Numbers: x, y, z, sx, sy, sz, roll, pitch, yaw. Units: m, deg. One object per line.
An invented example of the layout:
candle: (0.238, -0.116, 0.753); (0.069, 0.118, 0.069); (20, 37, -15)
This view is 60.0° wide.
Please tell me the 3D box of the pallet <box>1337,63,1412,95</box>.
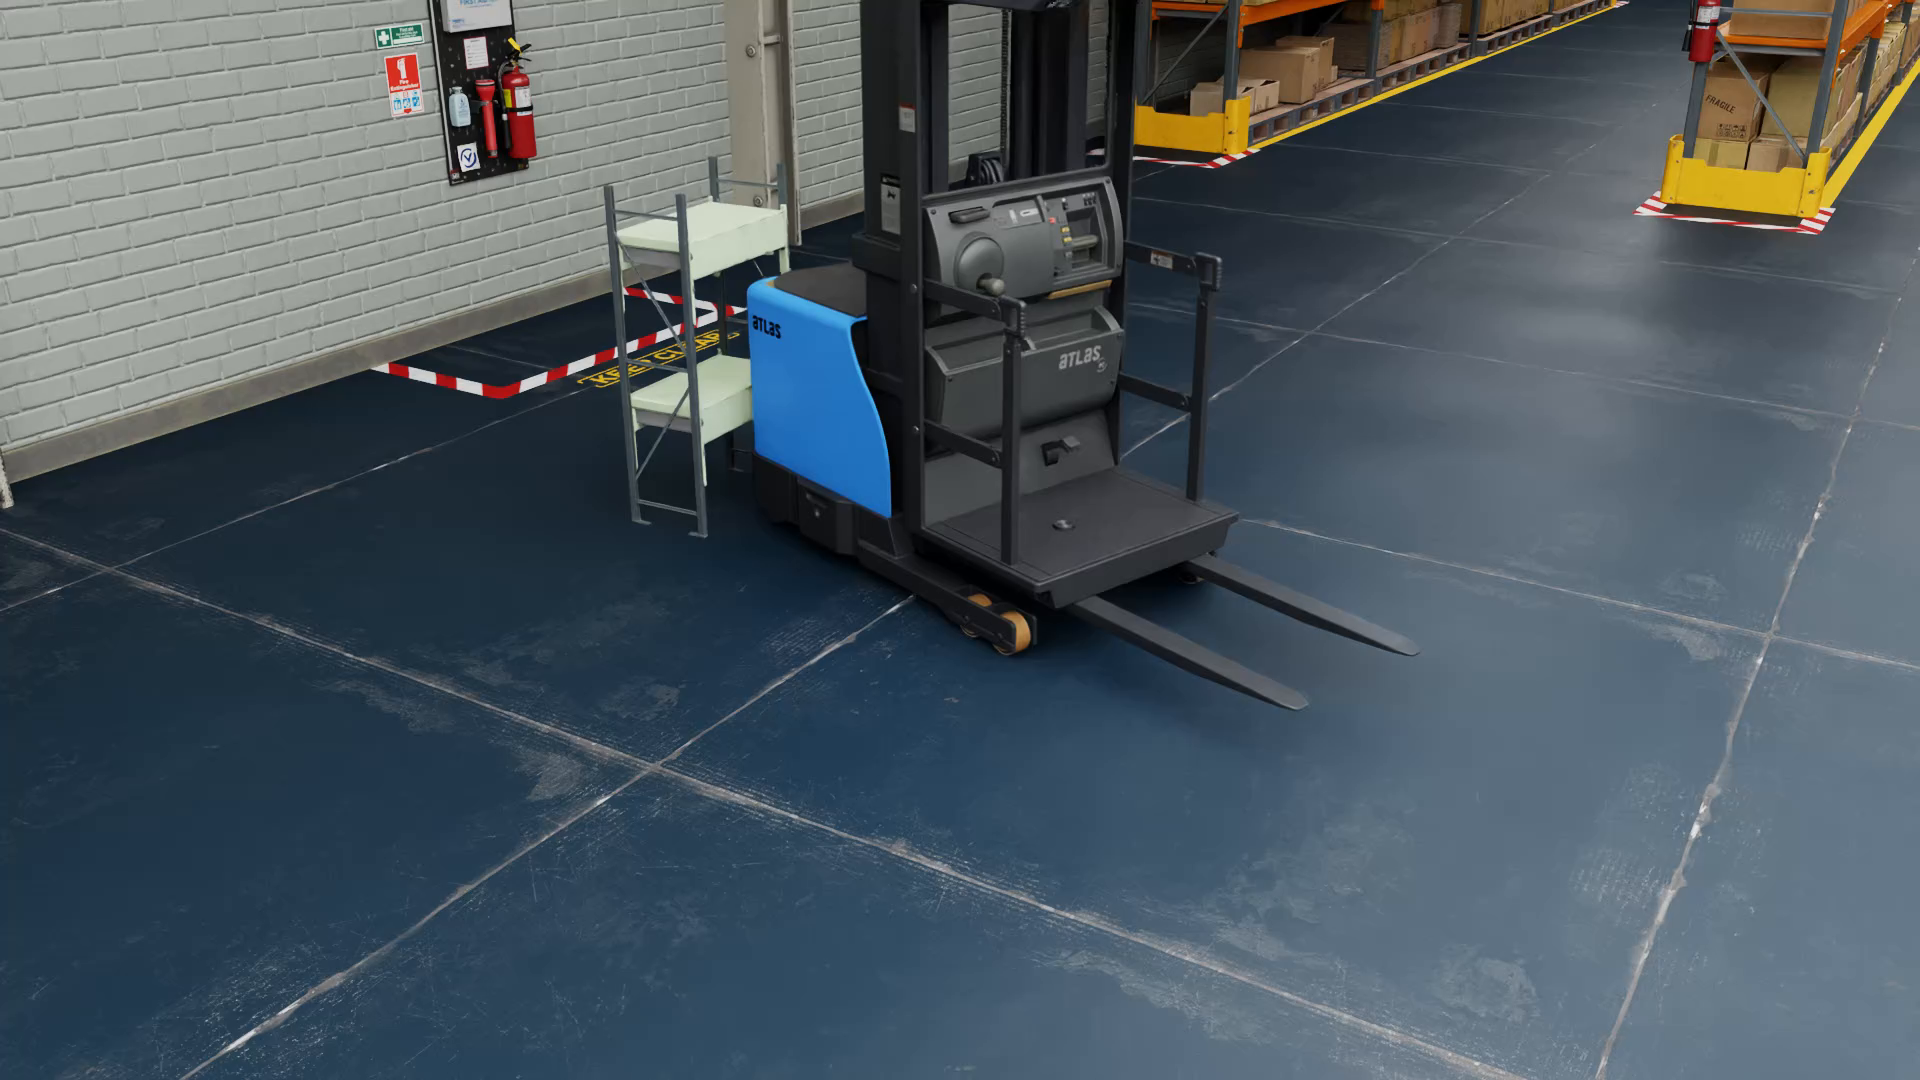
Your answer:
pallet: (4.648, -5.470, 19.619); (1.003, 0.211, 1.213); (14, 27, 29)

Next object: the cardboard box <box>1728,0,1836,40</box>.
cardboard box: (6.596, -4.300, 13.282); (0.700, 0.500, 0.500); (14, 27, 29)

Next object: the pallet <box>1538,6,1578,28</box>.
pallet: (8.926, -8.147, 25.804); (1.003, 0.211, 1.213); (14, 27, 29)

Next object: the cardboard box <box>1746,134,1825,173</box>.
cardboard box: (6.811, -3.165, 13.717); (0.500, 0.250, 0.500); (14, 27, 29)

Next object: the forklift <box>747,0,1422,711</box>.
forklift: (0.395, -1.136, 6.185); (1.130, 2.935, 3.031); (-18, 29, -36)

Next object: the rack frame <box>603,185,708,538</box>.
rack frame: (-1.286, -0.736, 7.063); (0.400, 1.500, 0.023); (12, 26, 25)

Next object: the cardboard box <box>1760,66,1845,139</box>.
cardboard box: (7.073, -3.678, 13.959); (0.500, 0.500, 0.500); (14, 27, 29)

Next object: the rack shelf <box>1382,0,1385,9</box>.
rack shelf: (5.294, -6.831, 20.160); (1.077, 0.370, 4.000); (14, 27, 29)

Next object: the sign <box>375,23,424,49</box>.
sign: (-3.107, -2.797, 9.223); (0.001, 0.109, 0.331); (14, 27, 29)

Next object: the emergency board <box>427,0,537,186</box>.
emergency board: (-2.738, -2.703, 9.717); (0.194, 1.169, 0.643); (14, 27, 29)

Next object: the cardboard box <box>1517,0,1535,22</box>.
cardboard box: (7.760, -7.845, 23.774); (0.750, 0.750, 0.750); (15, 27, 31)

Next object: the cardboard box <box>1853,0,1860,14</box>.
cardboard box: (7.680, -4.996, 14.890); (0.700, 0.500, 0.500); (14, 27, 30)

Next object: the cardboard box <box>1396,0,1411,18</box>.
cardboard box: (5.113, -6.463, 20.052); (0.500, 0.250, 0.500); (13, 27, 27)

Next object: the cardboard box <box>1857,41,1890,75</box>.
cardboard box: (9.419, -5.068, 17.407); (0.500, 0.311, 0.500); (13, 27, 27)

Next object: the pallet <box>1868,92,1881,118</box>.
pallet: (9.447, -4.840, 18.165); (1.003, 0.211, 1.213); (14, 27, 29)

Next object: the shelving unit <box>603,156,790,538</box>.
shelving unit: (-1.115, -0.865, 7.360); (0.431, 1.500, 0.755); (12, 26, 25)

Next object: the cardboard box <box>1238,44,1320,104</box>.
cardboard box: (3.300, -4.835, 17.236); (0.700, 0.500, 0.500); (12, 26, 26)

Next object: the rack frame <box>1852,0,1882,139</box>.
rack frame: (8.449, -5.450, 16.063); (1.000, 3.000, 0.127); (14, 27, 29)

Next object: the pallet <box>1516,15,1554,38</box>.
pallet: (8.116, -7.631, 24.611); (1.003, 0.211, 1.213); (14, 27, 29)

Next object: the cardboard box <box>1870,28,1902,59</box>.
cardboard box: (10.223, -5.583, 18.597); (0.500, 0.311, 0.500); (13, 27, 28)

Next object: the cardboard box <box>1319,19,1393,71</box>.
cardboard box: (4.613, -5.793, 19.449); (0.700, 0.500, 0.500); (15, 28, 31)

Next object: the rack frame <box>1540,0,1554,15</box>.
rack frame: (8.459, -9.186, 24.695); (1.000, 3.000, 0.127); (14, 27, 29)

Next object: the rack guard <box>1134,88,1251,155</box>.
rack guard: (2.169, -4.015, 15.895); (1.175, 0.500, 0.348); (14, 27, 29)

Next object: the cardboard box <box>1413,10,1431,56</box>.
cardboard box: (5.405, -6.314, 20.652); (0.700, 0.500, 0.500); (14, 27, 29)

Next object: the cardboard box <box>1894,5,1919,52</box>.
cardboard box: (11.853, -6.471, 21.016); (0.500, 0.500, 0.500); (13, 27, 27)

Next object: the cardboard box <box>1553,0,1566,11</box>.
cardboard box: (8.940, -8.463, 25.641); (0.700, 0.500, 0.500); (14, 27, 30)

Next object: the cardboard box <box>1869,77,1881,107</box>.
cardboard box: (9.143, -4.637, 17.118); (0.500, 0.250, 0.500); (15, 27, 30)

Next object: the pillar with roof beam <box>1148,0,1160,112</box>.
pillar with roof beam: (5.420, -7.405, 13.028); (9.100, 9.000, 0.400); (14, 27, 29)

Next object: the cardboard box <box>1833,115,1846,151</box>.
cardboard box: (7.604, -3.671, 14.886); (0.500, 0.250, 0.500); (14, 27, 29)

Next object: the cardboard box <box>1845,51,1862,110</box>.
cardboard box: (7.856, -4.186, 15.133); (0.500, 0.500, 0.500); (14, 27, 29)

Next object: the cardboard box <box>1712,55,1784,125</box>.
cardboard box: (6.884, -3.958, 14.607); (0.500, 0.500, 0.500); (14, 27, 29)

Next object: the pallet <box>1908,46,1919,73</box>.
pallet: (11.629, -6.174, 21.246); (1.003, 0.211, 1.213); (14, 27, 29)

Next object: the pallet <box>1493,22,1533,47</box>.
pallet: (7.473, -7.217, 23.656); (1.003, 0.211, 1.213); (14, 27, 29)

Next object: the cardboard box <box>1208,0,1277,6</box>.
cardboard box: (2.656, -5.175, 15.592); (0.500, 0.250, 0.500); (13, 27, 27)

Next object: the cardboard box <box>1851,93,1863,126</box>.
cardboard box: (8.390, -4.178, 16.058); (0.500, 0.250, 0.500); (14, 27, 29)

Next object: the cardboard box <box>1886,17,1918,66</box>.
cardboard box: (11.042, -5.948, 19.807); (0.500, 0.500, 0.500); (15, 28, 31)

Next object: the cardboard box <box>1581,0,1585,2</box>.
cardboard box: (9.756, -8.986, 26.850); (0.700, 0.500, 0.500); (13, 27, 27)

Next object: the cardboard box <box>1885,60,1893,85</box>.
cardboard box: (9.952, -5.158, 18.321); (0.500, 0.250, 0.500); (15, 27, 30)

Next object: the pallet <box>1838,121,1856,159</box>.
pallet: (7.994, -3.910, 16.017); (1.003, 0.211, 1.213); (14, 27, 29)
